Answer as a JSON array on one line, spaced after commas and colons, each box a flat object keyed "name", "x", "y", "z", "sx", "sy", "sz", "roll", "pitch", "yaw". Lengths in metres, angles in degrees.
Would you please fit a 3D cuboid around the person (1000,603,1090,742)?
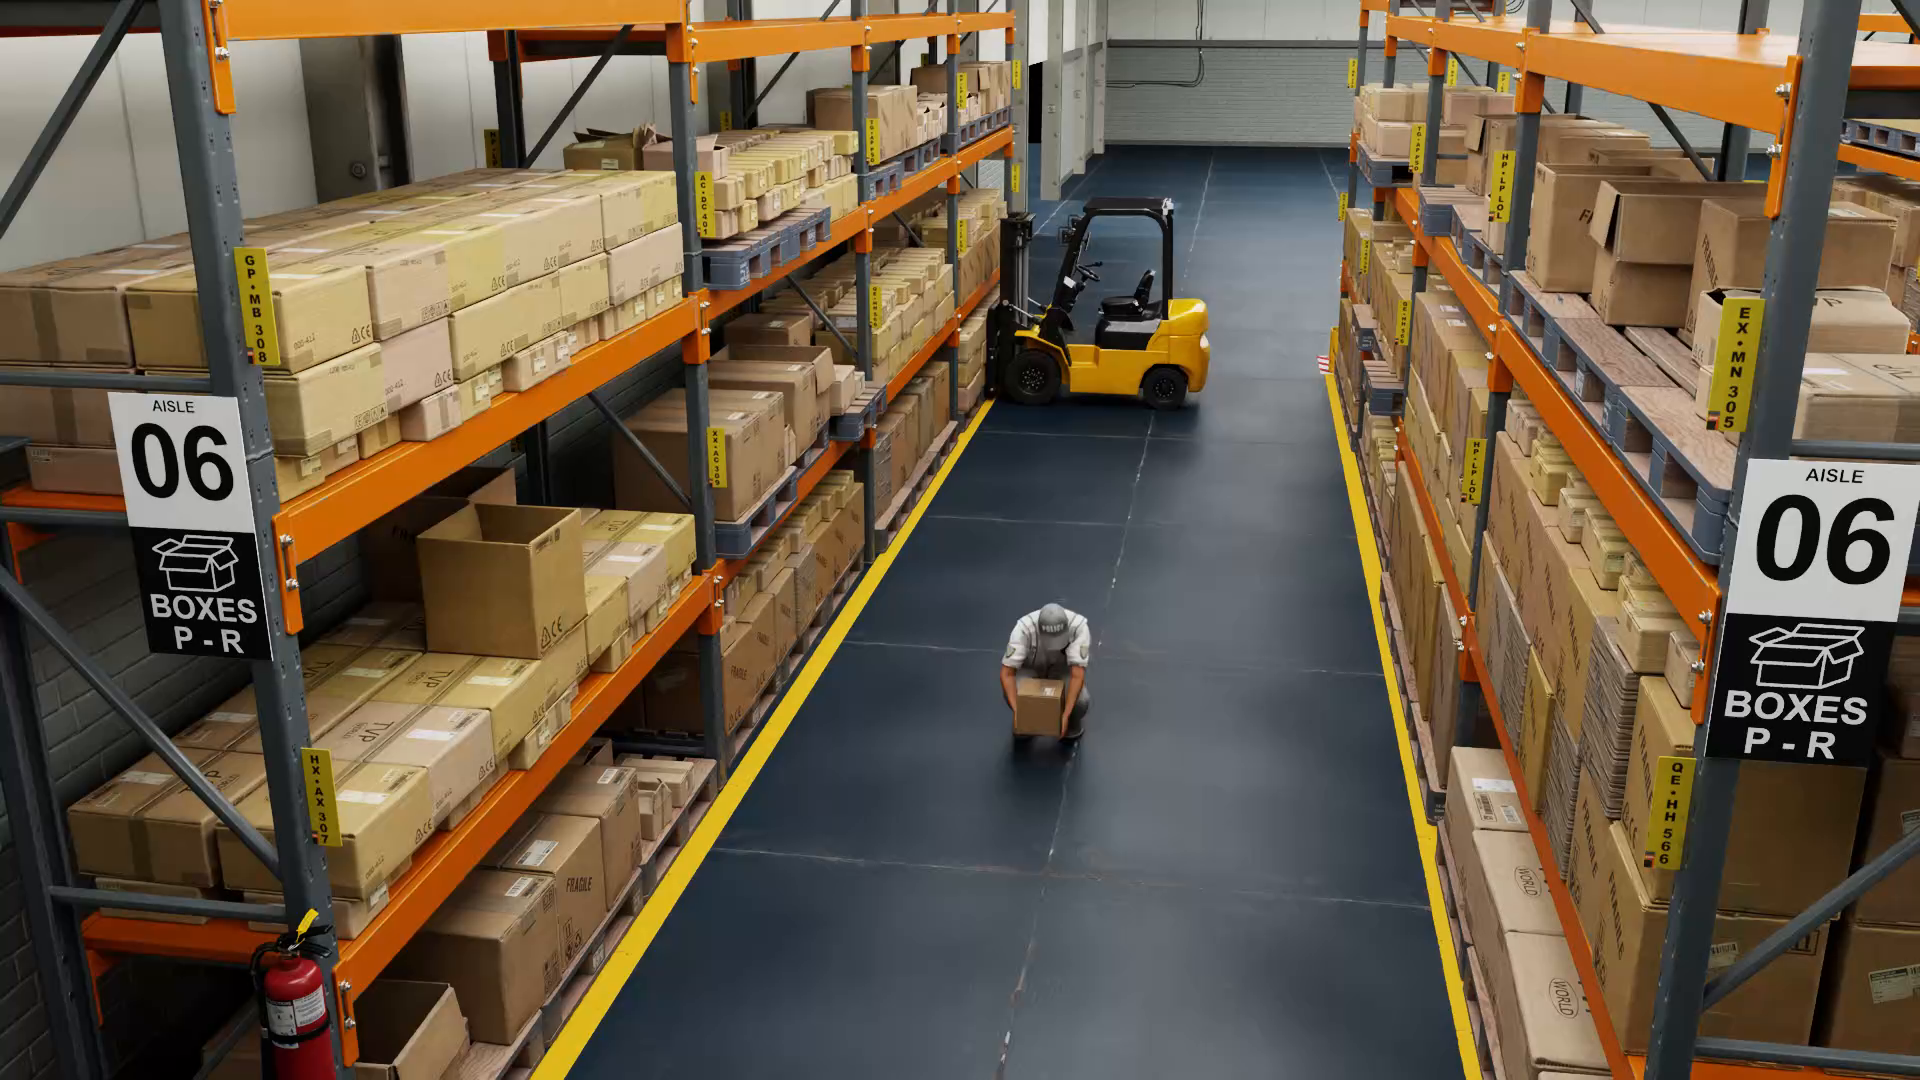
[{"name": "person", "x": 0.527, "y": 0.743, "z": 9.958, "sx": 0.535, "sy": 0.945, "sz": 0.818, "roll": 3, "pitch": 18, "yaw": 8}]
